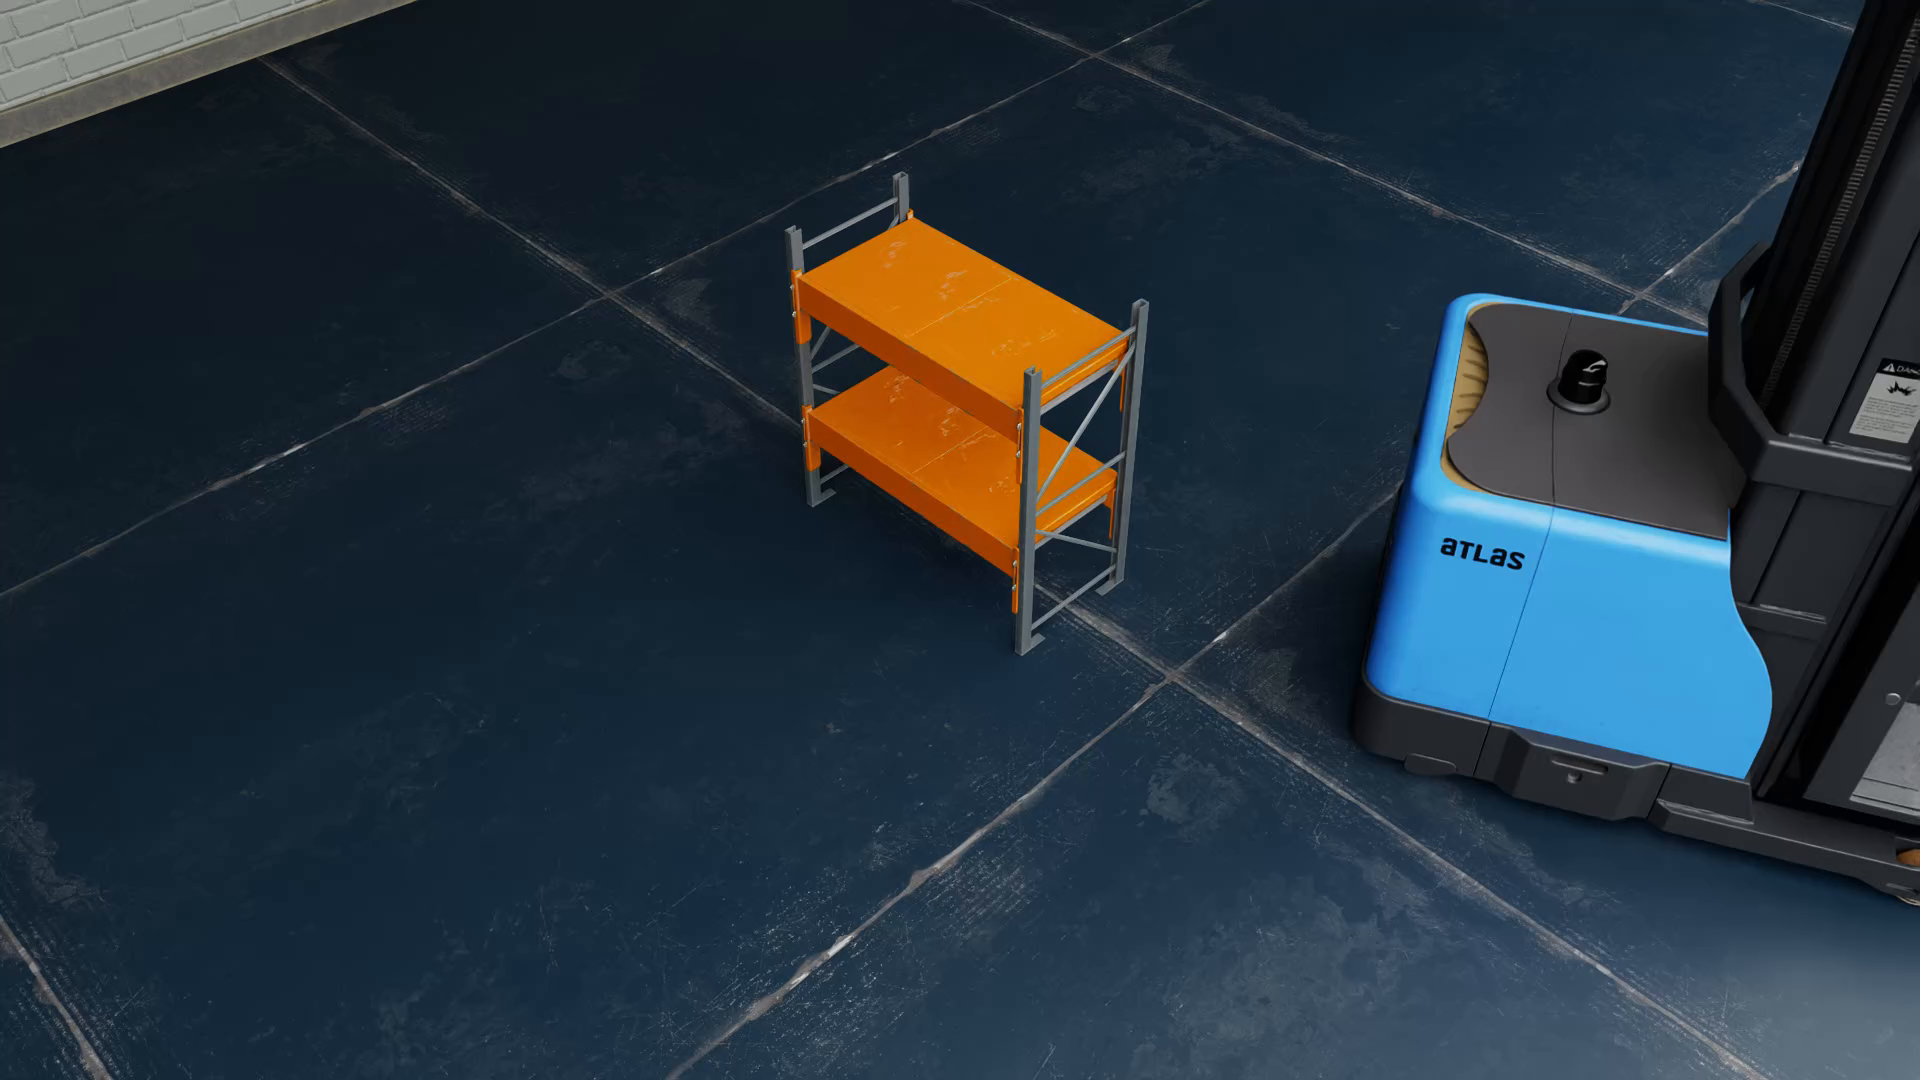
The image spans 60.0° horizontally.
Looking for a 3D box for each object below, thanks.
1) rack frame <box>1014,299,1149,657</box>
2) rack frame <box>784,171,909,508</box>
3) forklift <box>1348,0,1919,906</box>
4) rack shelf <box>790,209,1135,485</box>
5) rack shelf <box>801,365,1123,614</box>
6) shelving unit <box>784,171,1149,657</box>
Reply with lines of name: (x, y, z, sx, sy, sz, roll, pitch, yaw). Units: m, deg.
rack frame: (0.364, -0.166, 5.100, 0.500, 1.125, 0.032, -34, 53, -31)
rack frame: (-0.354, -0.654, 5.629, 0.500, 1.125, 0.032, -34, 53, -31)
forklift: (2.749, -0.421, 4.046, 3.031, 2.935, 1.130, 13, 44, 13)
rack shelf: (0.005, -0.625, 5.166, 0.538, 0.278, 1.000, -34, 53, -31)
rack shelf: (0.005, -0.230, 5.531, 0.538, 0.278, 1.000, -34, 53, -31)
shelving unit: (0.005, -0.410, 5.365, 0.538, 1.125, 1.048, -34, 53, -31)
